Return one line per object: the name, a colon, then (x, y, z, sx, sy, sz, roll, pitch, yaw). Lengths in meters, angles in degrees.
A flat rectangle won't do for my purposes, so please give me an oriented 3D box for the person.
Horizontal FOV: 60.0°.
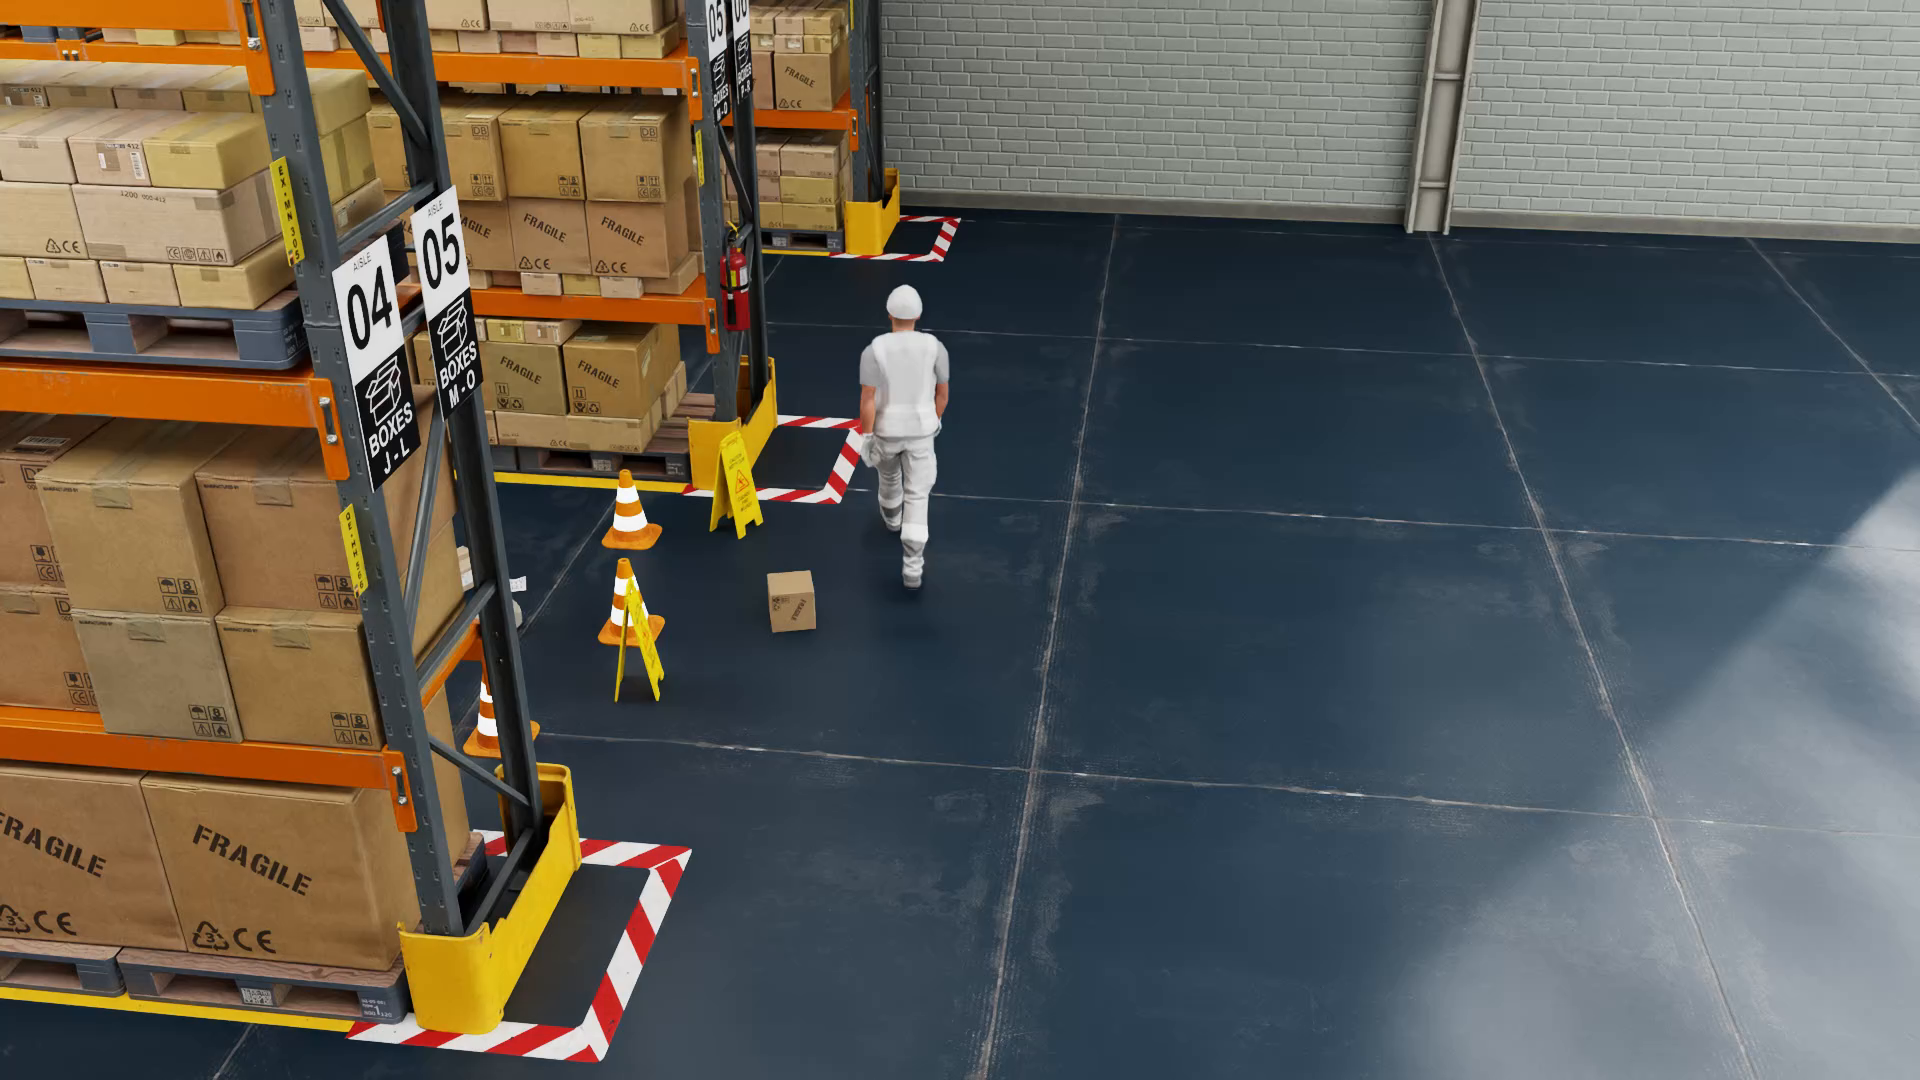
person: (-0.325, -0.689, 9.896, 0.527, 1.727, 1.095, 0, 28, 0)
